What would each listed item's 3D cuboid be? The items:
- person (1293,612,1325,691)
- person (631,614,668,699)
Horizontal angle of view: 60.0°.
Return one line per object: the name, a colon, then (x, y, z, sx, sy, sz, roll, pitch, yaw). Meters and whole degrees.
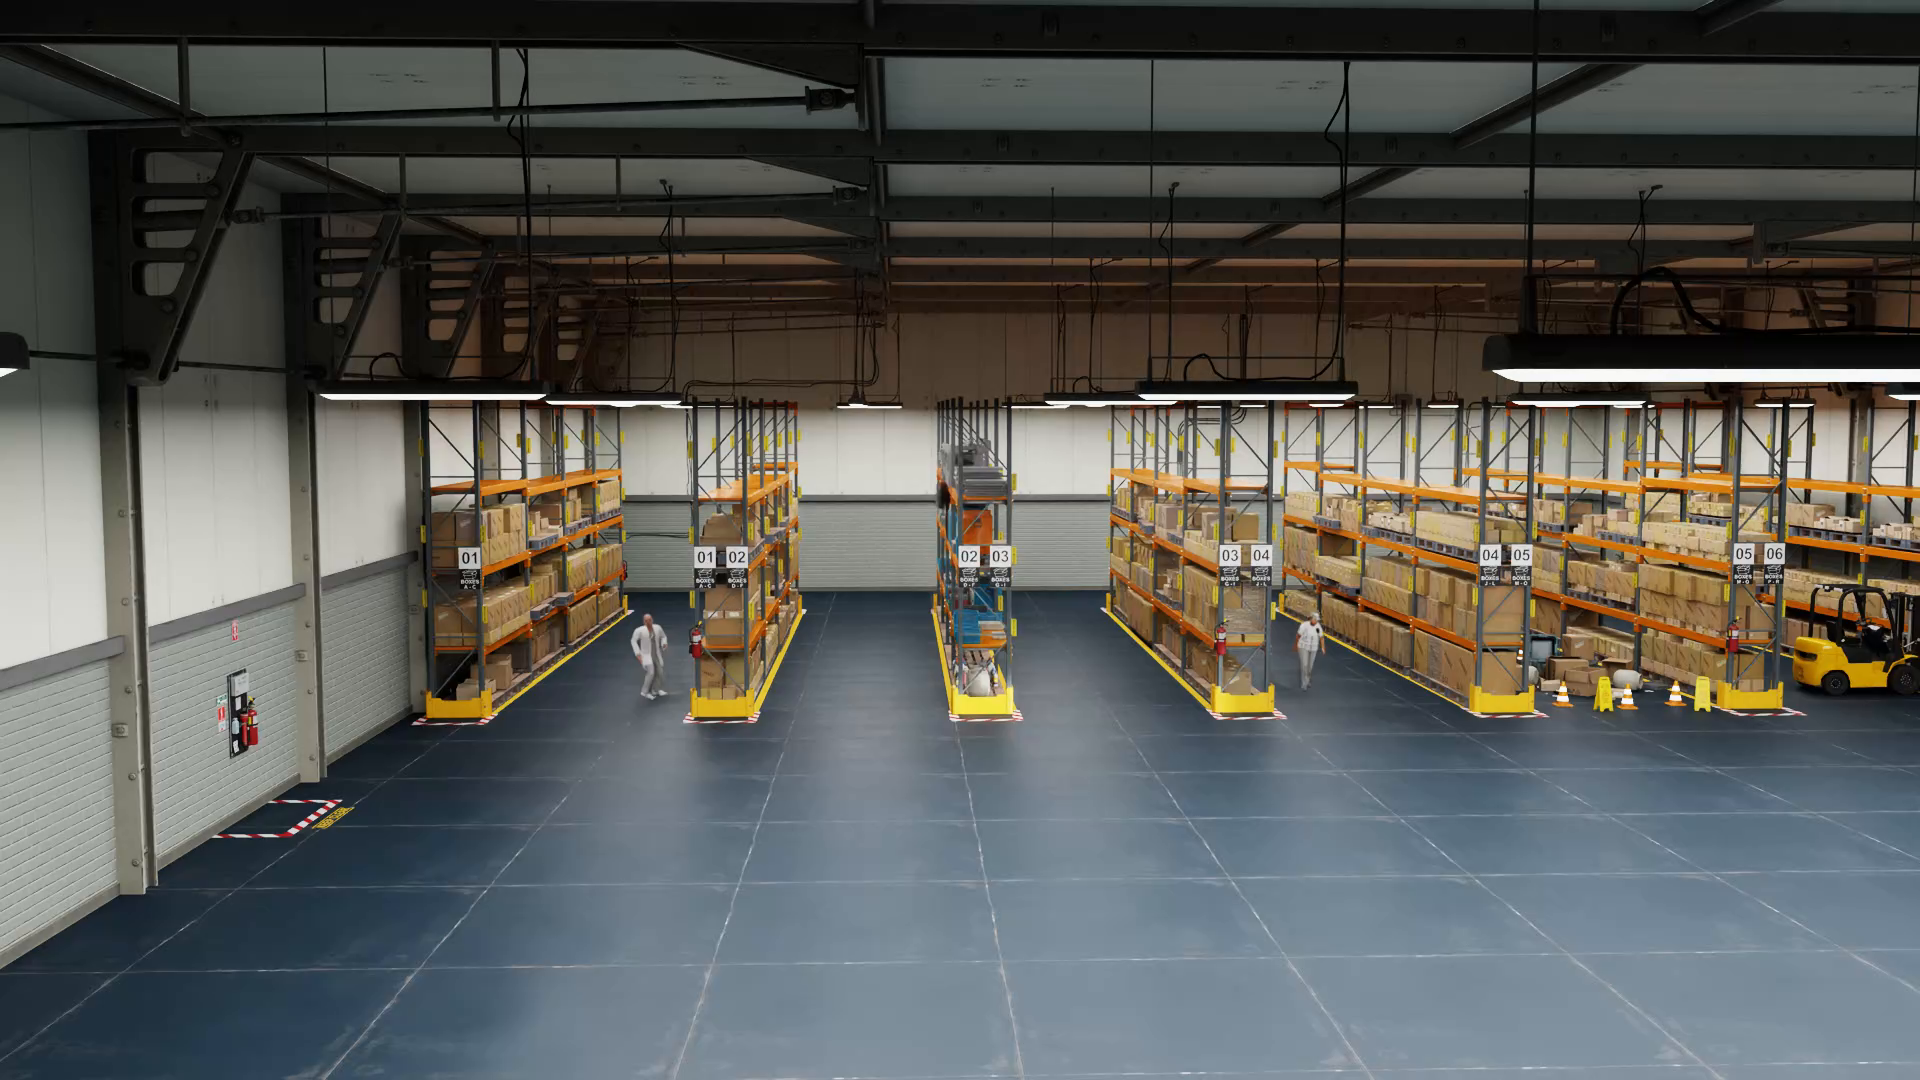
person: (7.227, 2.276, 34.465, 0.576, 1.627, 0.734, -1, 5, -12)
person: (-6.165, 2.423, 33.286, 0.729, 1.516, 0.803, -4, 6, -41)
